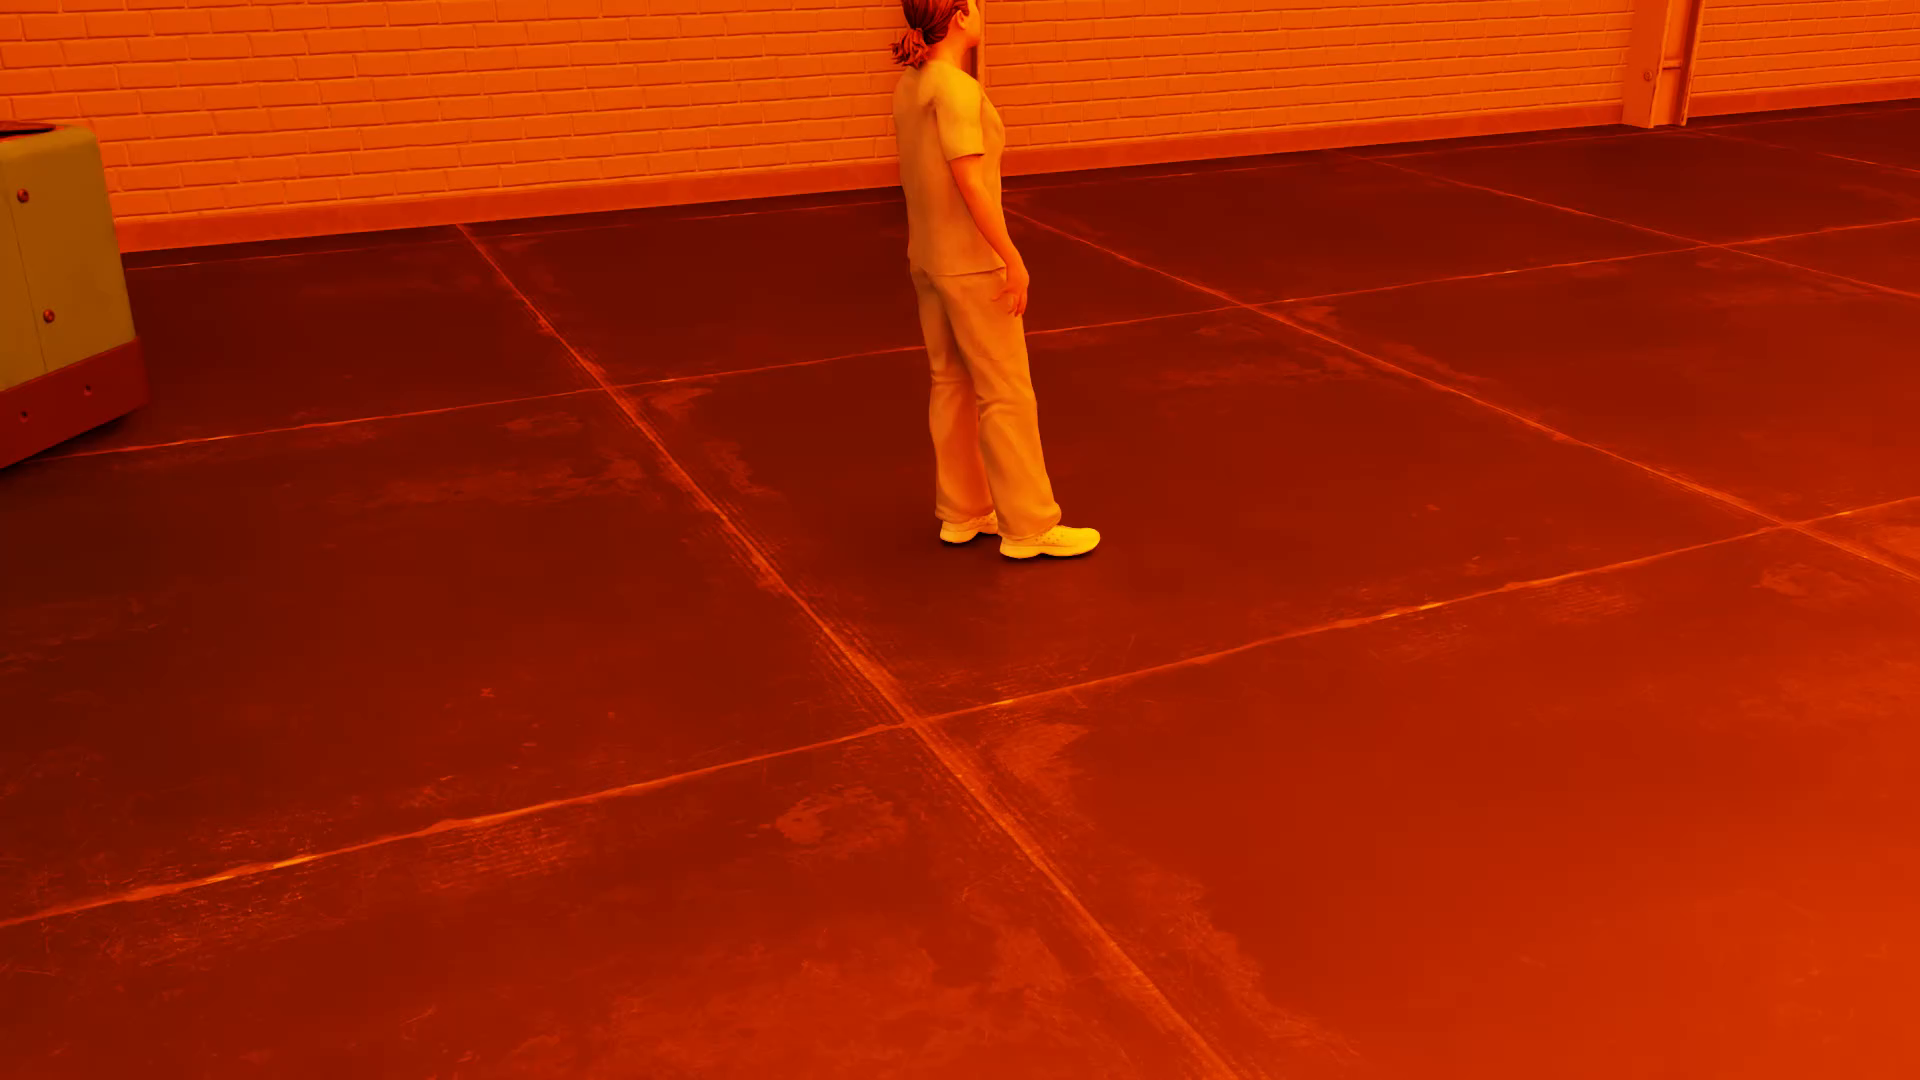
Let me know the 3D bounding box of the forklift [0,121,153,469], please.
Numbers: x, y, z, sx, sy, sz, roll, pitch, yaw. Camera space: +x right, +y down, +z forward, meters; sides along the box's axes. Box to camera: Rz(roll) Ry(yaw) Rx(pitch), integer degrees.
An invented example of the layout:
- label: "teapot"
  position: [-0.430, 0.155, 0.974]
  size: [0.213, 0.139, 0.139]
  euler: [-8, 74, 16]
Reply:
- label: "forklift"
  position: [-4.560, -1.766, 5.538]
  size: [3.031, 2.935, 1.130]
  euler: [5, 23, 13]

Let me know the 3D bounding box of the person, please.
- label: "person"
  position: [0.073, -0.788, 4.800]
  size: [0.548, 1.673, 0.549]
  euler: [-10, 25, -23]
